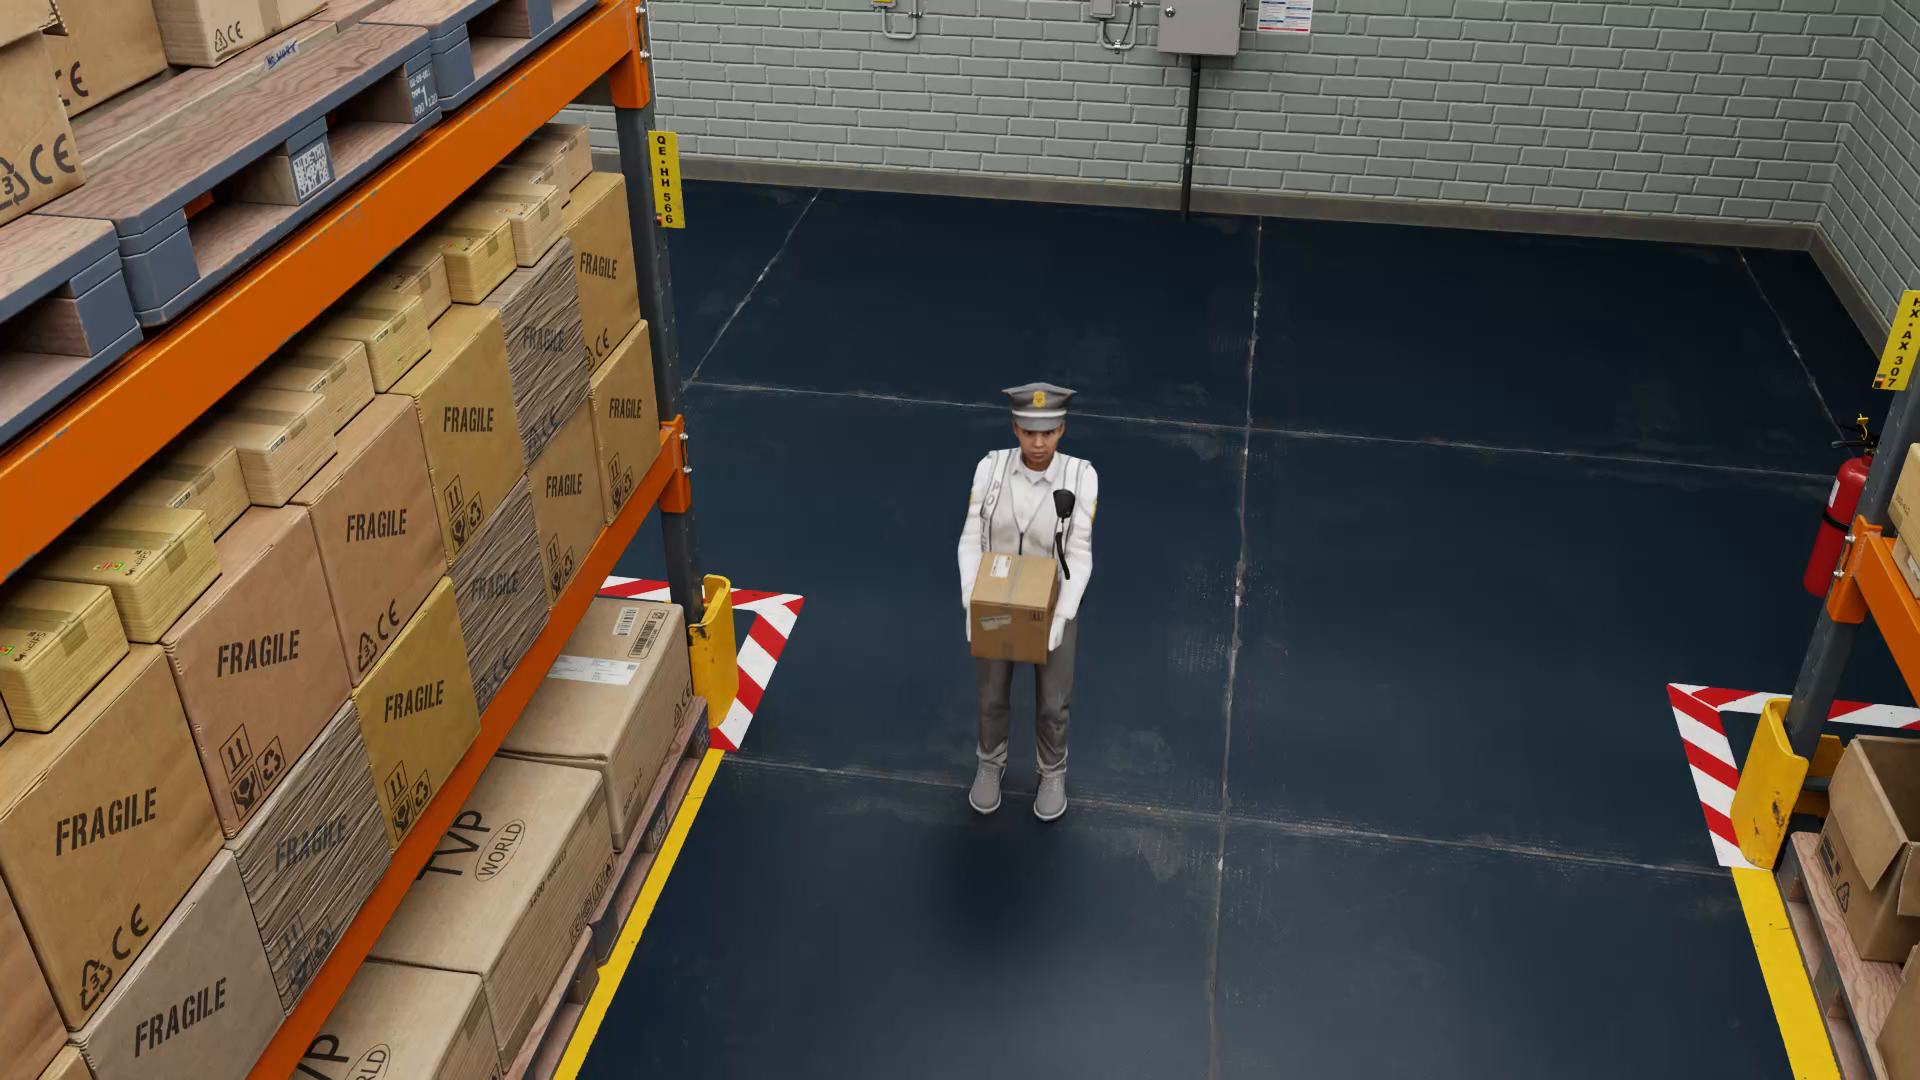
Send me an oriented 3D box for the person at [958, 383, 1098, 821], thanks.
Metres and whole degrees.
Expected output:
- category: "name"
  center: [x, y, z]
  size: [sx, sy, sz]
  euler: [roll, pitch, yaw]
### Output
- category: "person"
  center: [0.217, 0.258, 5.714]
  size: [0.458, 1.686, 0.558]
  euler: [6, 33, 9]
